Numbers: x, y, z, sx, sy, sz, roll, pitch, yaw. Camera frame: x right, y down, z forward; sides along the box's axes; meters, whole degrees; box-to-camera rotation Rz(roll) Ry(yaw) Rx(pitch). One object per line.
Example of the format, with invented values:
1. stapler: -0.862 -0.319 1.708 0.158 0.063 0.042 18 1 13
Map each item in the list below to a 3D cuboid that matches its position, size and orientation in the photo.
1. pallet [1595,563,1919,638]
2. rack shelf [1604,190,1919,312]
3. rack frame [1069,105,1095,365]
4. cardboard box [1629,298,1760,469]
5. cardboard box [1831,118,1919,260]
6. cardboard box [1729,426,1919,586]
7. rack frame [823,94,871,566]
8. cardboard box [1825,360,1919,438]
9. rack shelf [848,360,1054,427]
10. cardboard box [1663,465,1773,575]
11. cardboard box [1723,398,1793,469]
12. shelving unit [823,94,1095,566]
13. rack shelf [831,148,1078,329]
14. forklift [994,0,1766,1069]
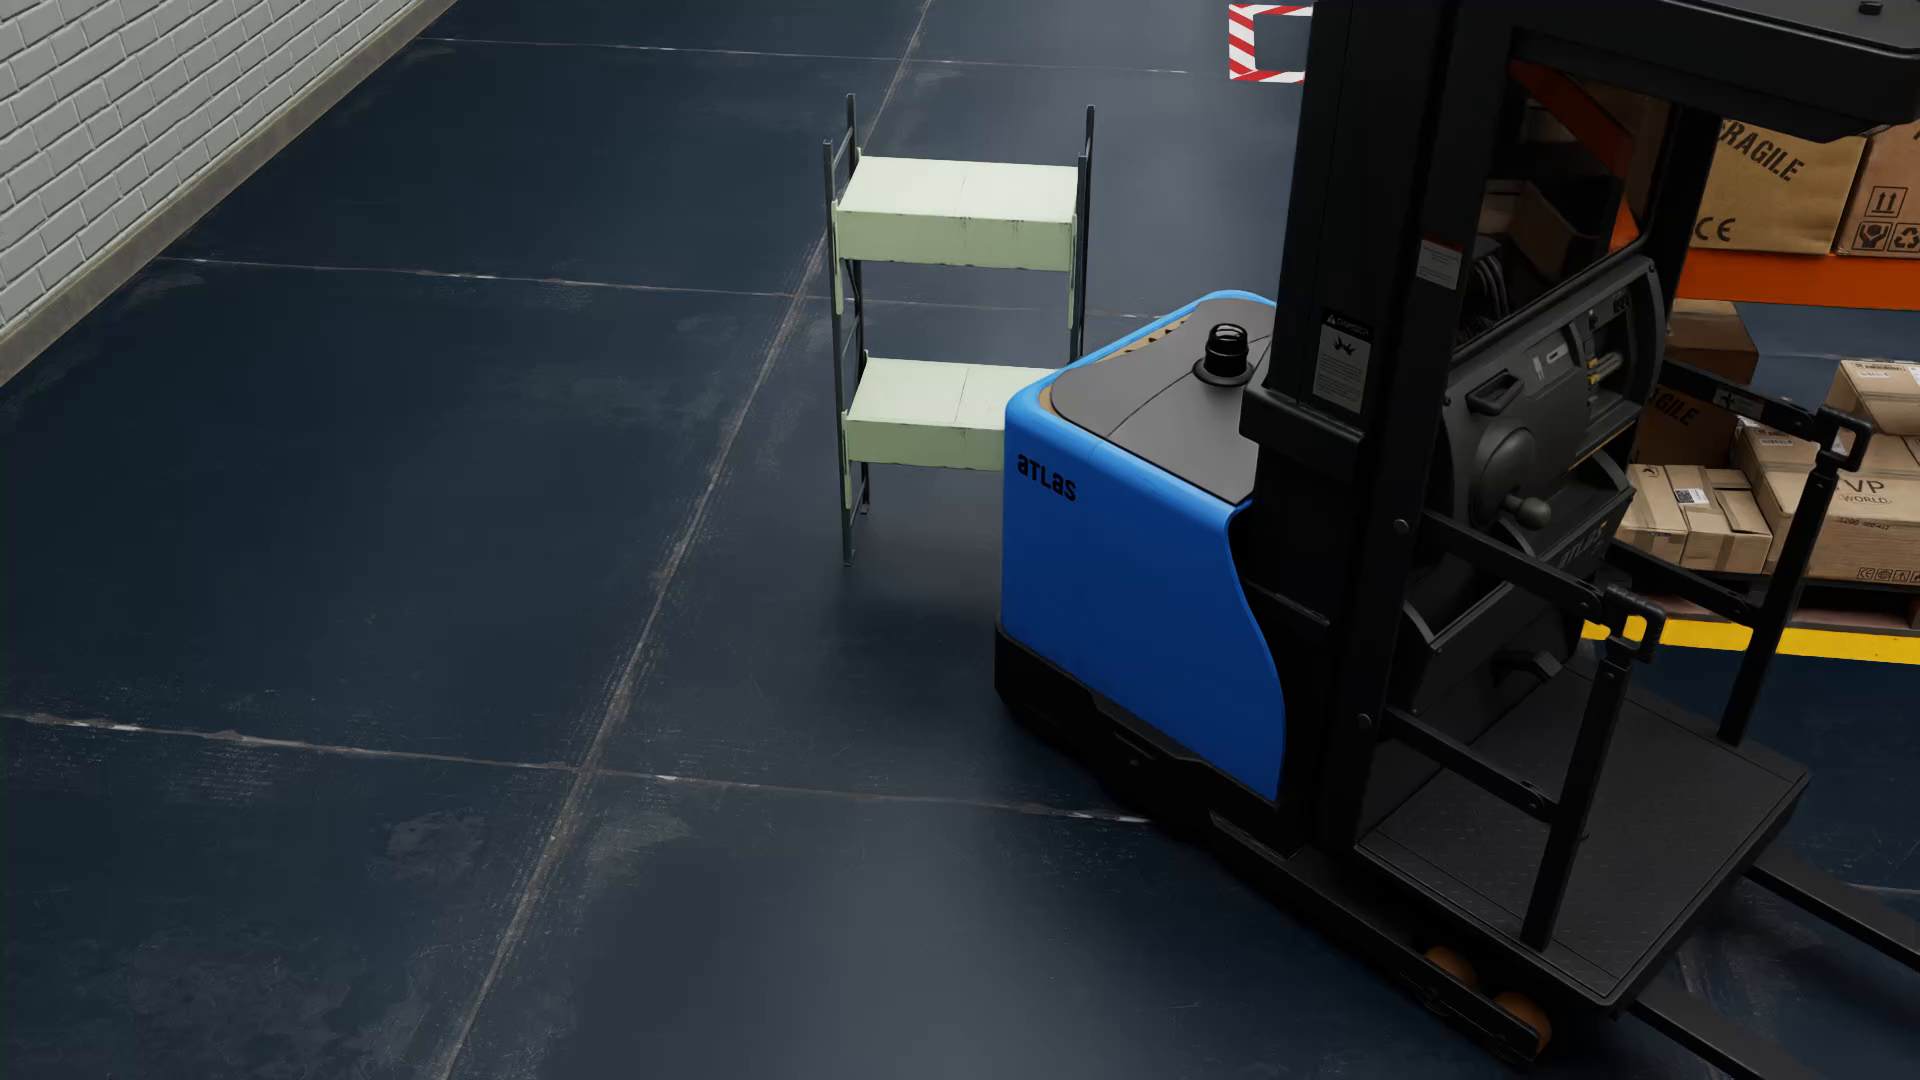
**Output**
1. pallet: 2.658 -0.097 5.705 1.213 0.211 1.003 4 36 6
2. rack shelf: 3.775 -0.856 4.986 4.000 0.370 1.077 4 36 6
3. rack frame: 0.370 -0.583 5.276 0.023 1.500 0.400 4 36 6
4. cardboard box: 2.362 -0.560 5.725 0.500 0.500 0.500 4 36 6
5. cardboard box: 2.710 -1.117 4.647 0.500 0.500 0.500 4 36 5
6. cardboard box: 2.790 -0.116 5.318 0.500 0.250 0.500 4 36 6
7. rack frame: -0.356 -0.637 5.352 0.023 1.500 0.400 4 36 6
8. cardboard box: 3.300 -0.370 5.675 0.500 0.250 0.500 4 36 6
9. rack shelf: 0.007 -0.424 5.446 0.686 0.124 0.368 4 36 6
10. cardboard box: 2.411 -0.075 5.333 0.250 0.166 0.380 4 36 6
11. cardboard box: 2.752 -0.342 5.708 0.250 0.166 0.380 4 36 6
12. shelving unit: 0.007 -0.610 5.314 0.755 1.500 0.431 4 36 6
13. rack shelf: 0.007 -0.928 5.087 0.720 0.370 0.431 4 36 6
14. forklift: 1.491 -0.282 3.622 1.130 2.935 3.031 -29 45 -35
